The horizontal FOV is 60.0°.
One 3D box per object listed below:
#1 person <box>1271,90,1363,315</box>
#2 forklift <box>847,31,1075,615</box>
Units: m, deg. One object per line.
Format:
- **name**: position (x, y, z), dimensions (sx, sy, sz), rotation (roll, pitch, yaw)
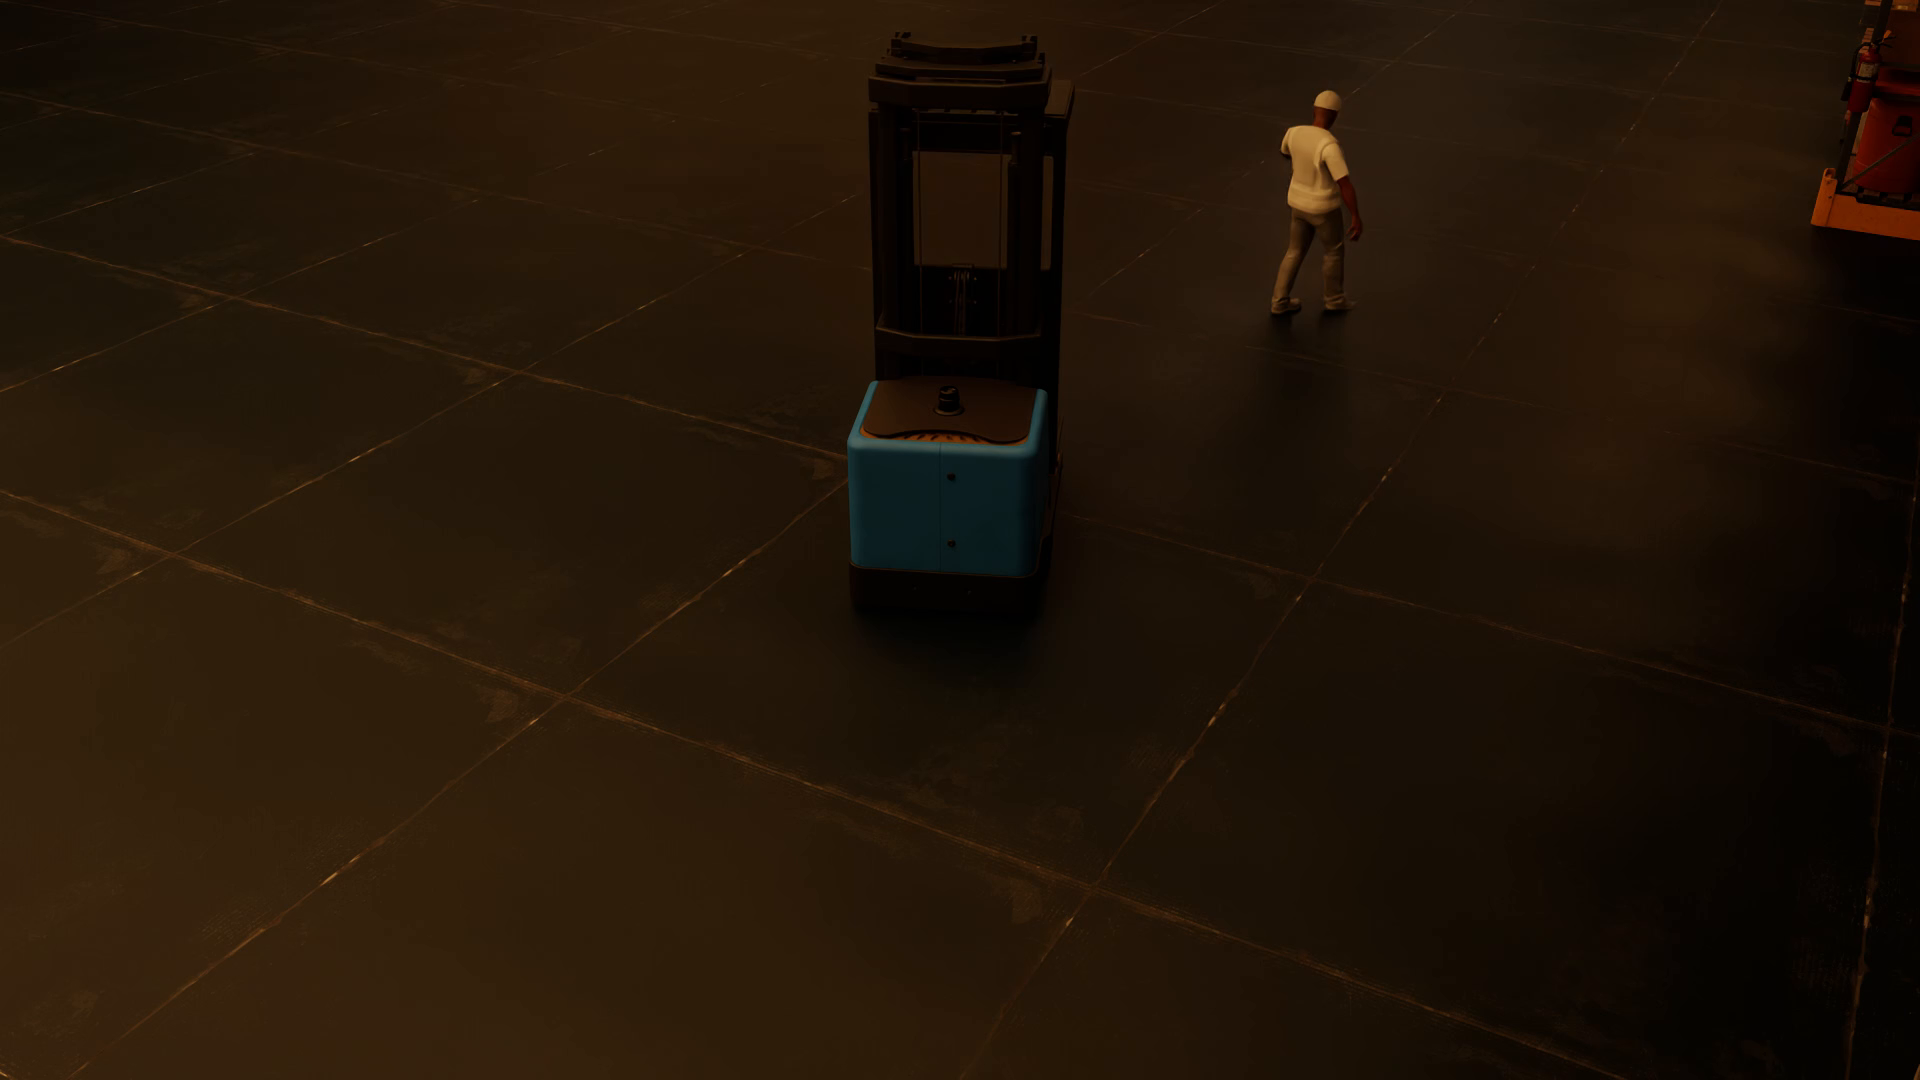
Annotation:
- **person**: position (2.809, -2.567, 12.733), dimensions (0.734, 1.755, 1.046), rotation (-19, 35, -30)
- **forklift**: position (0.072, -1.572, 9.794), dimensions (1.130, 2.935, 3.031), rotation (3, 30, 6)
